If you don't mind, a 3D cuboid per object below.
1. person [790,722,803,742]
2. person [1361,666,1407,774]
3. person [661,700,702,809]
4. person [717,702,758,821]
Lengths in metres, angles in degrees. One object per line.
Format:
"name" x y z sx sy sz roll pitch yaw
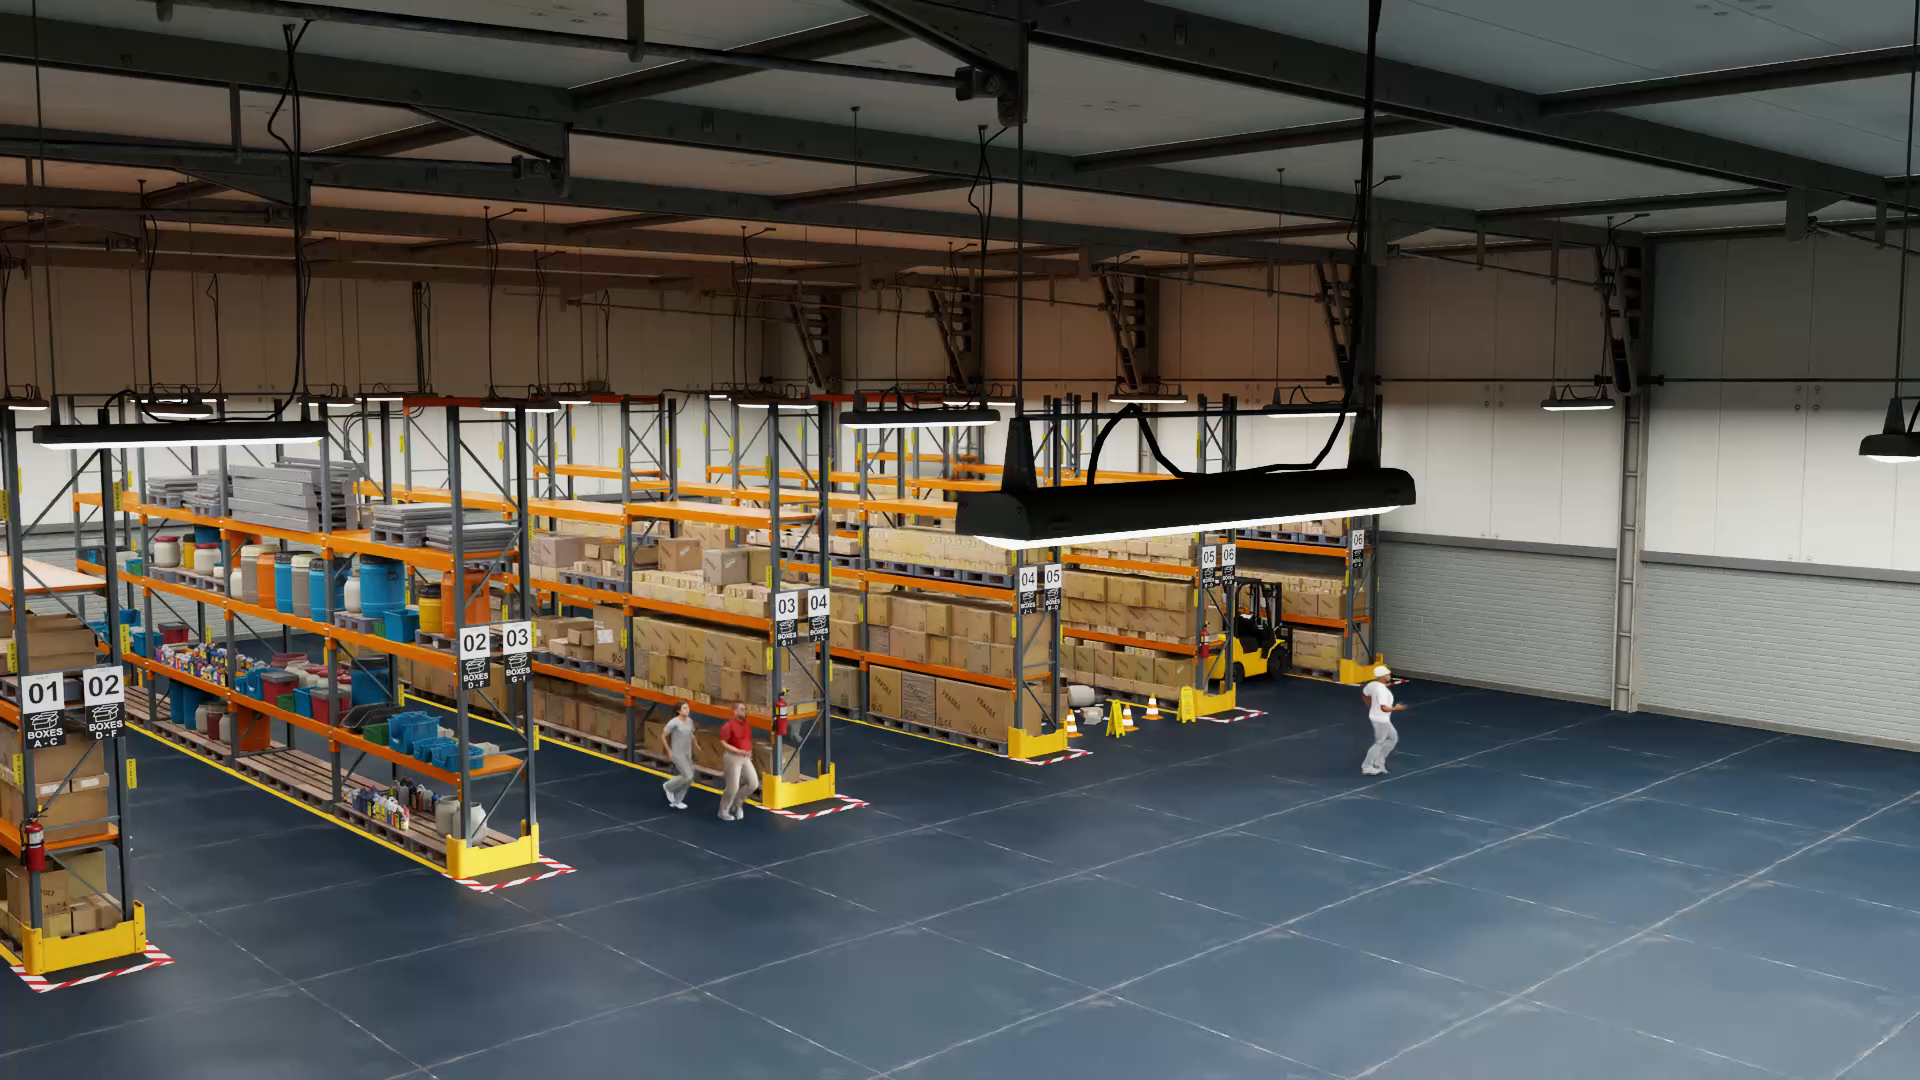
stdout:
"person" -2.848 2.649 29.200 0.550 1.752 0.666 4 7 39
"person" 6.774 2.896 26.614 0.670 1.781 0.691 1 6 5
"person" -4.077 3.161 24.474 0.584 1.620 0.550 4 7 35
"person" -3.158 3.191 23.912 0.603 1.741 0.711 4 7 33
